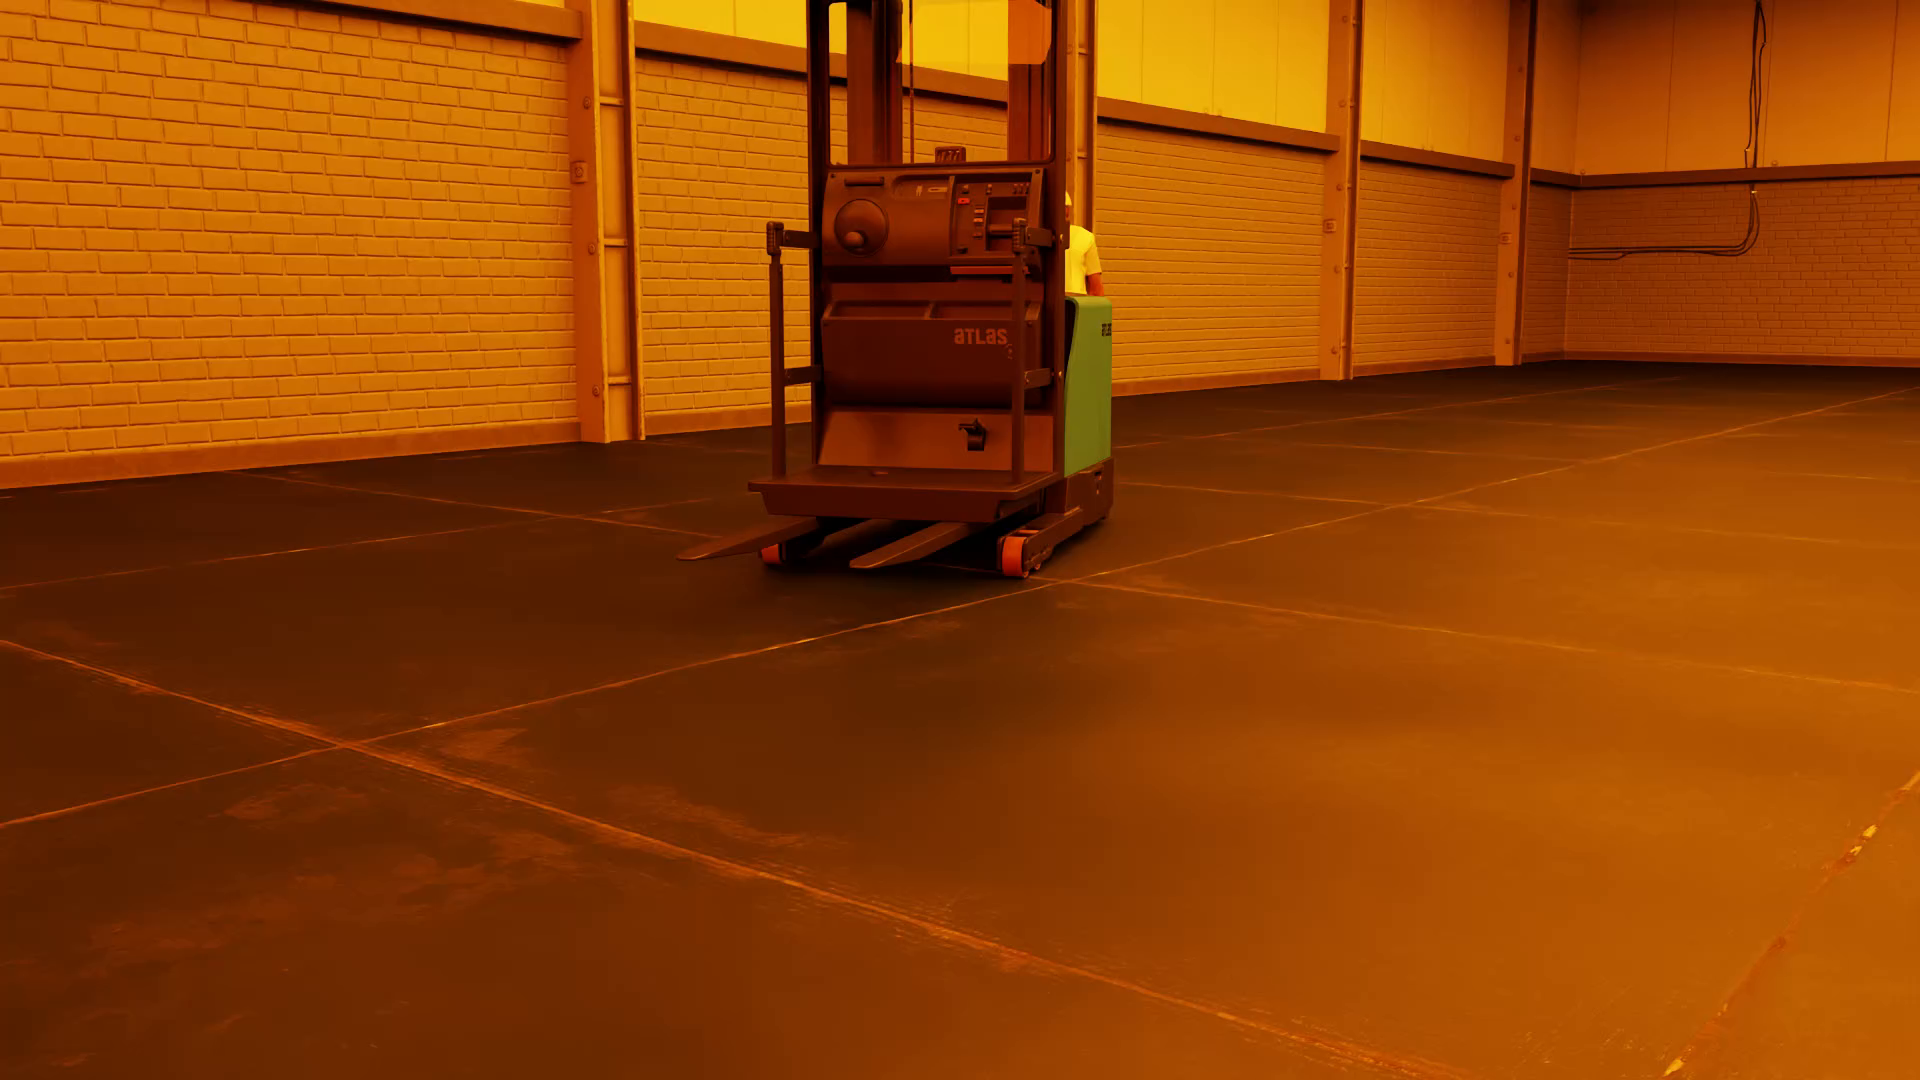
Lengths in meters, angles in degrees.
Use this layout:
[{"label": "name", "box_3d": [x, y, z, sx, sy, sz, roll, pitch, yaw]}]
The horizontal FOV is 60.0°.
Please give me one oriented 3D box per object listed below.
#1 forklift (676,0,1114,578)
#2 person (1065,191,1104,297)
[{"label": "forklift", "box_3d": [-0.176, -1.366, 6.616, 1.130, 2.935, 3.031, 3, 9, 17]}, {"label": "person", "box_3d": [0.614, -1.357, 10.567, 0.626, 1.773, 0.451, 1, 8, 9]}]
